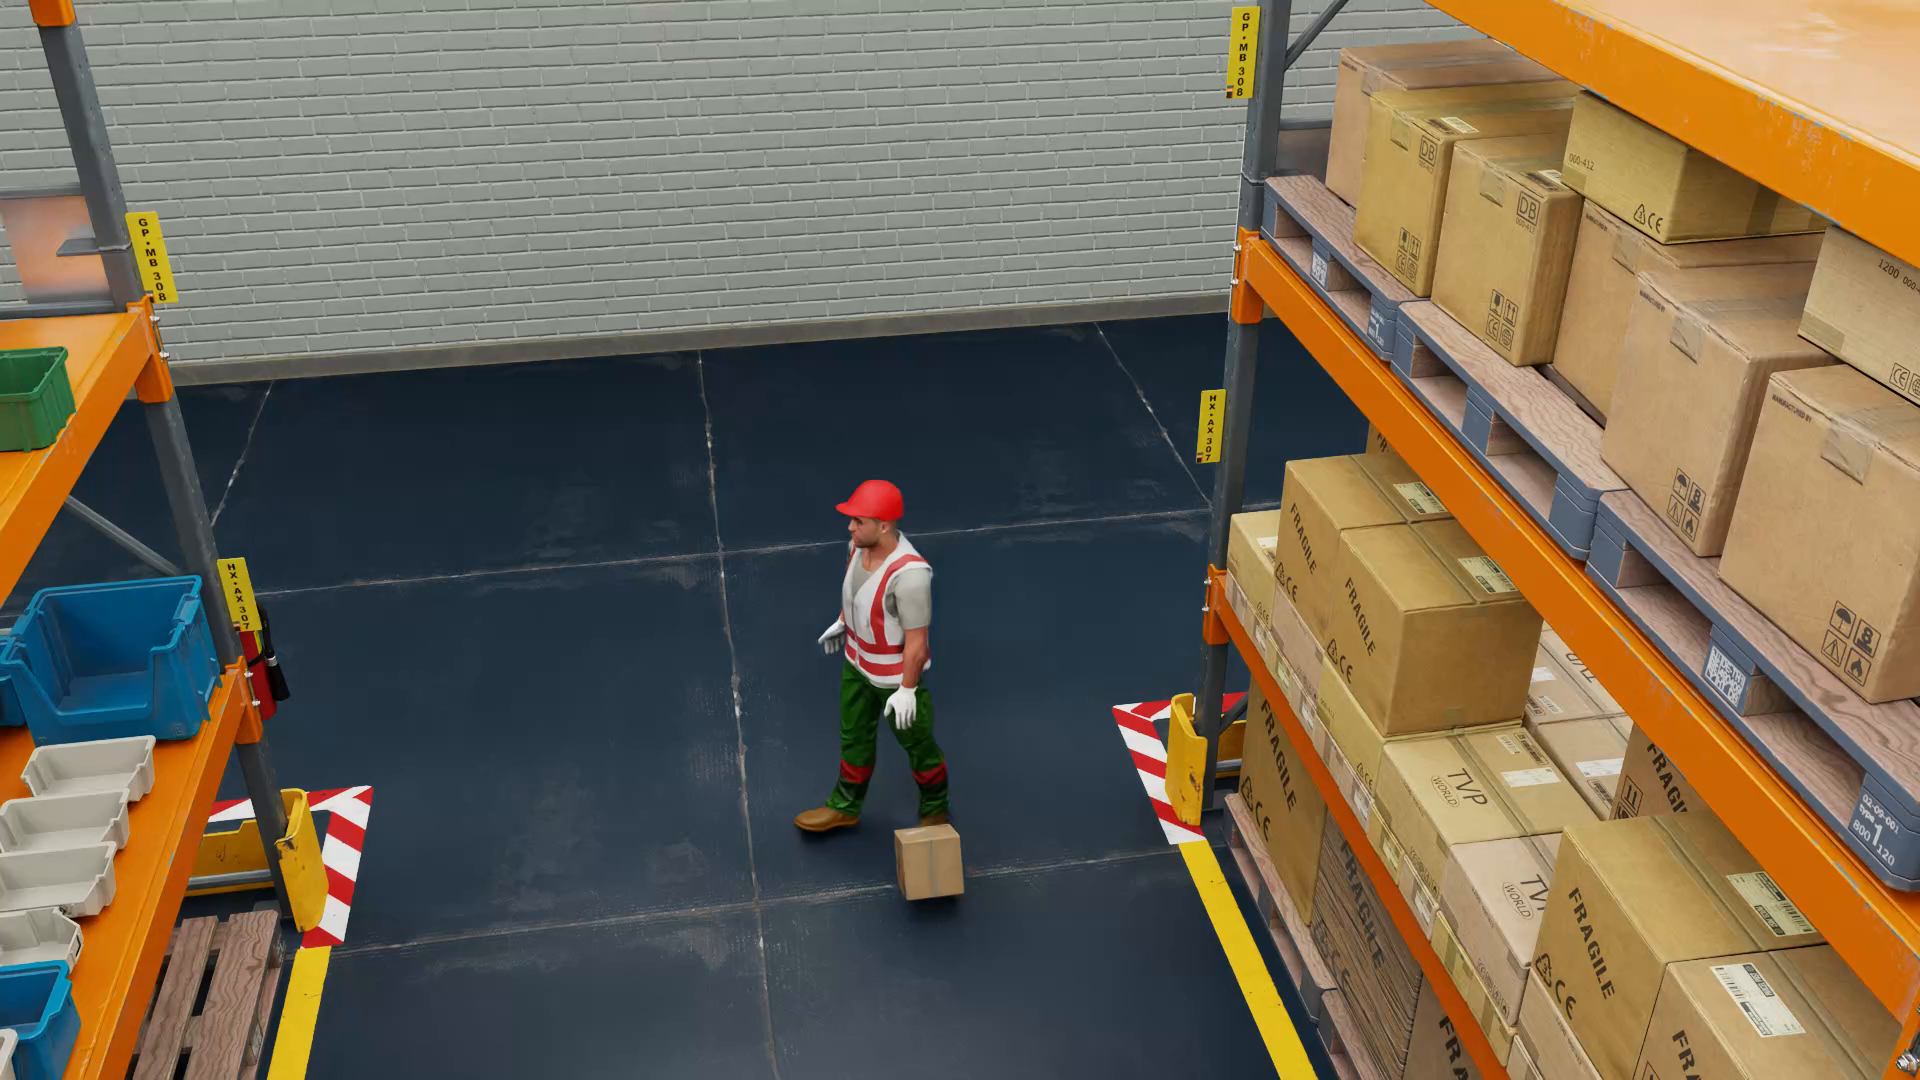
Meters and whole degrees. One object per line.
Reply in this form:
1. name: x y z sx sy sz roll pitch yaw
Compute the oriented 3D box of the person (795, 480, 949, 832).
1. person: -0.402 0.538 7.178 0.634 1.789 0.699 -20 36 -30
